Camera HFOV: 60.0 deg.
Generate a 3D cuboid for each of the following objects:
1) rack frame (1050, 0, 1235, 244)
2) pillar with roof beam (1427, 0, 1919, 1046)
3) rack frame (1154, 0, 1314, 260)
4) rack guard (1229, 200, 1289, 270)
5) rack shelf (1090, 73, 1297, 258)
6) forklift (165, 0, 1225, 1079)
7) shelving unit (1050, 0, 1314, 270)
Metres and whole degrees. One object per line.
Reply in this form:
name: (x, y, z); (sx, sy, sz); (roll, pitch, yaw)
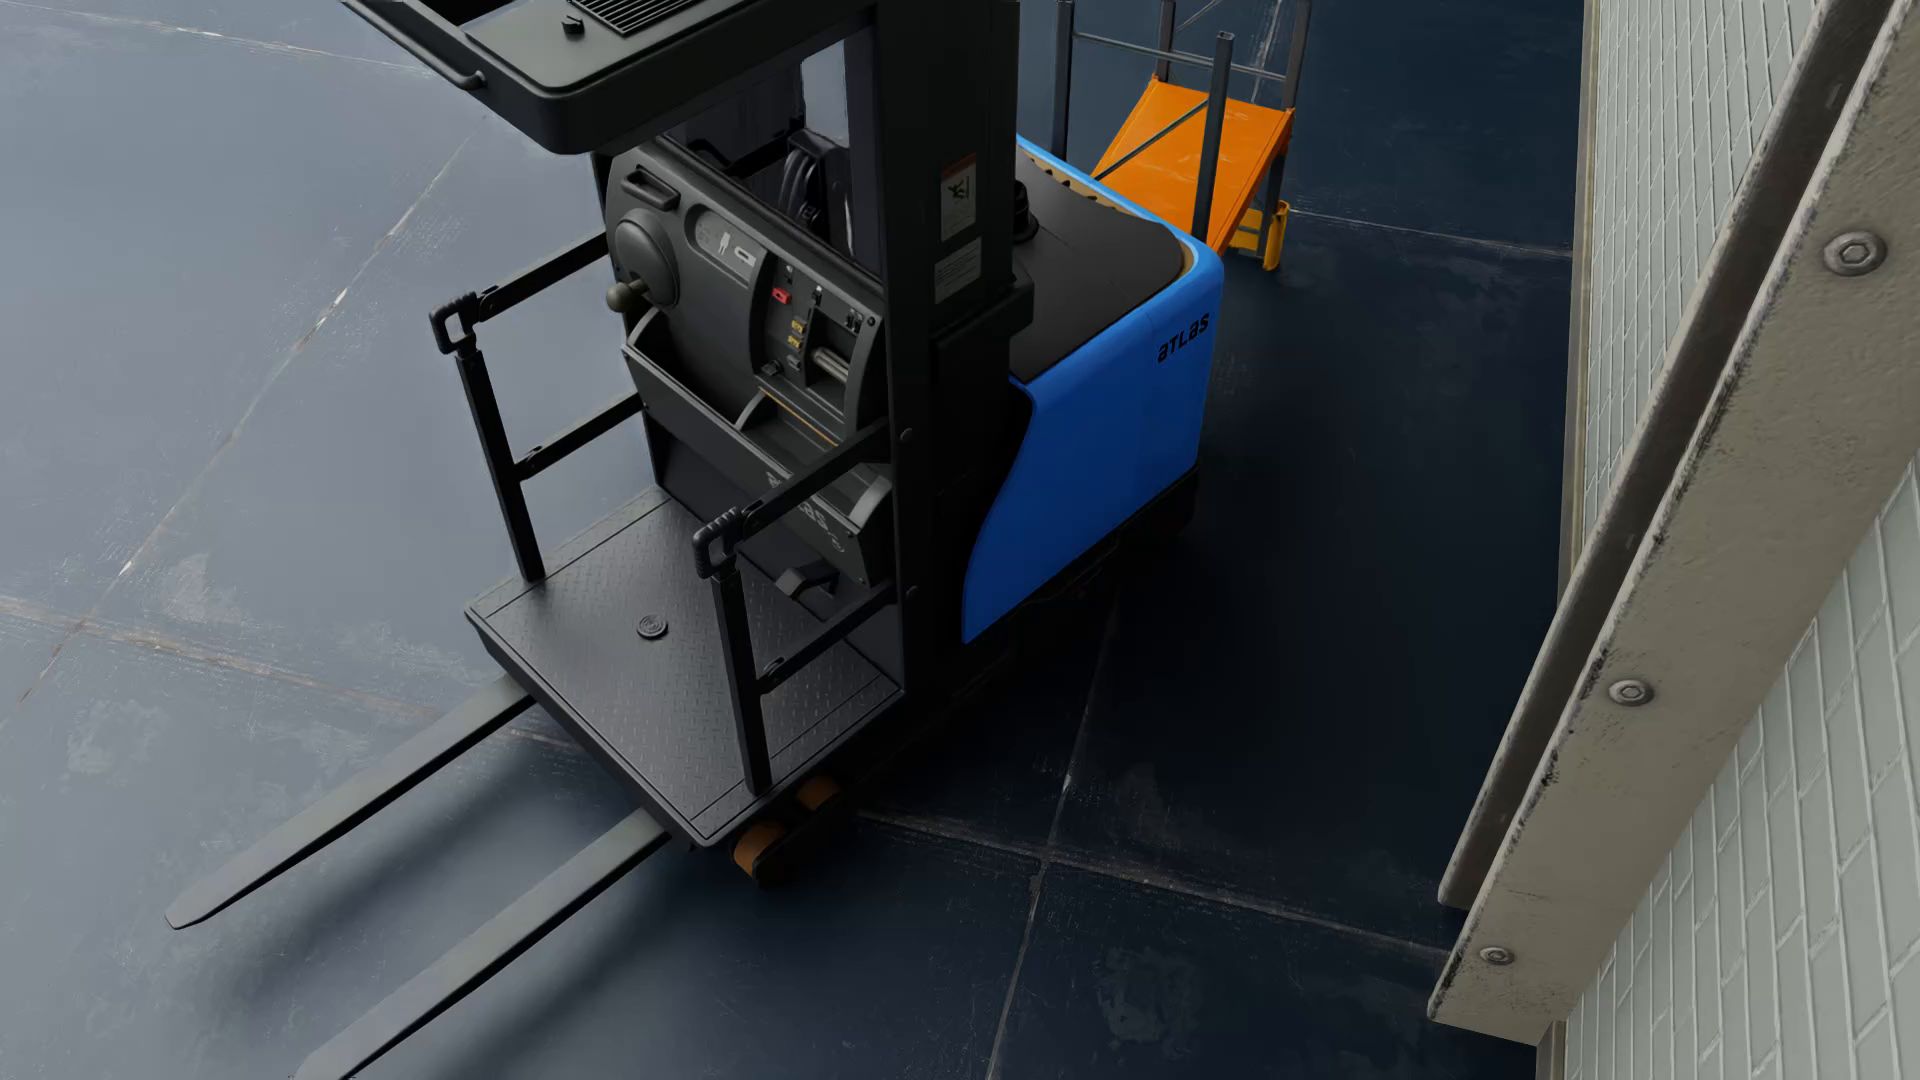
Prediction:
rack frame: (0.501, -0.920, 5.062); (0.500, 1.500, 0.032); (18, 51, 16)
pillar with roof beam: (-2.777, -2.734, 1.661); (9.100, 9.000, 0.400); (12, 50, 10)
rack frame: (0.913, -1.617, 5.677); (0.500, 1.500, 0.032); (18, 51, 16)
rack guard: (0.905, -1.190, 6.134); (0.587, 0.250, 0.087); (18, 51, 16)
rack shelf: (0.707, -1.150, 5.504); (0.538, 0.185, 1.000); (18, 51, 16)
forklift: (-0.666, -0.509, 3.745); (3.031, 2.935, 1.130); (-36, 58, -28)
shelving unit: (0.703, -1.263, 5.364); (0.587, 1.500, 1.083); (18, 51, 16)
